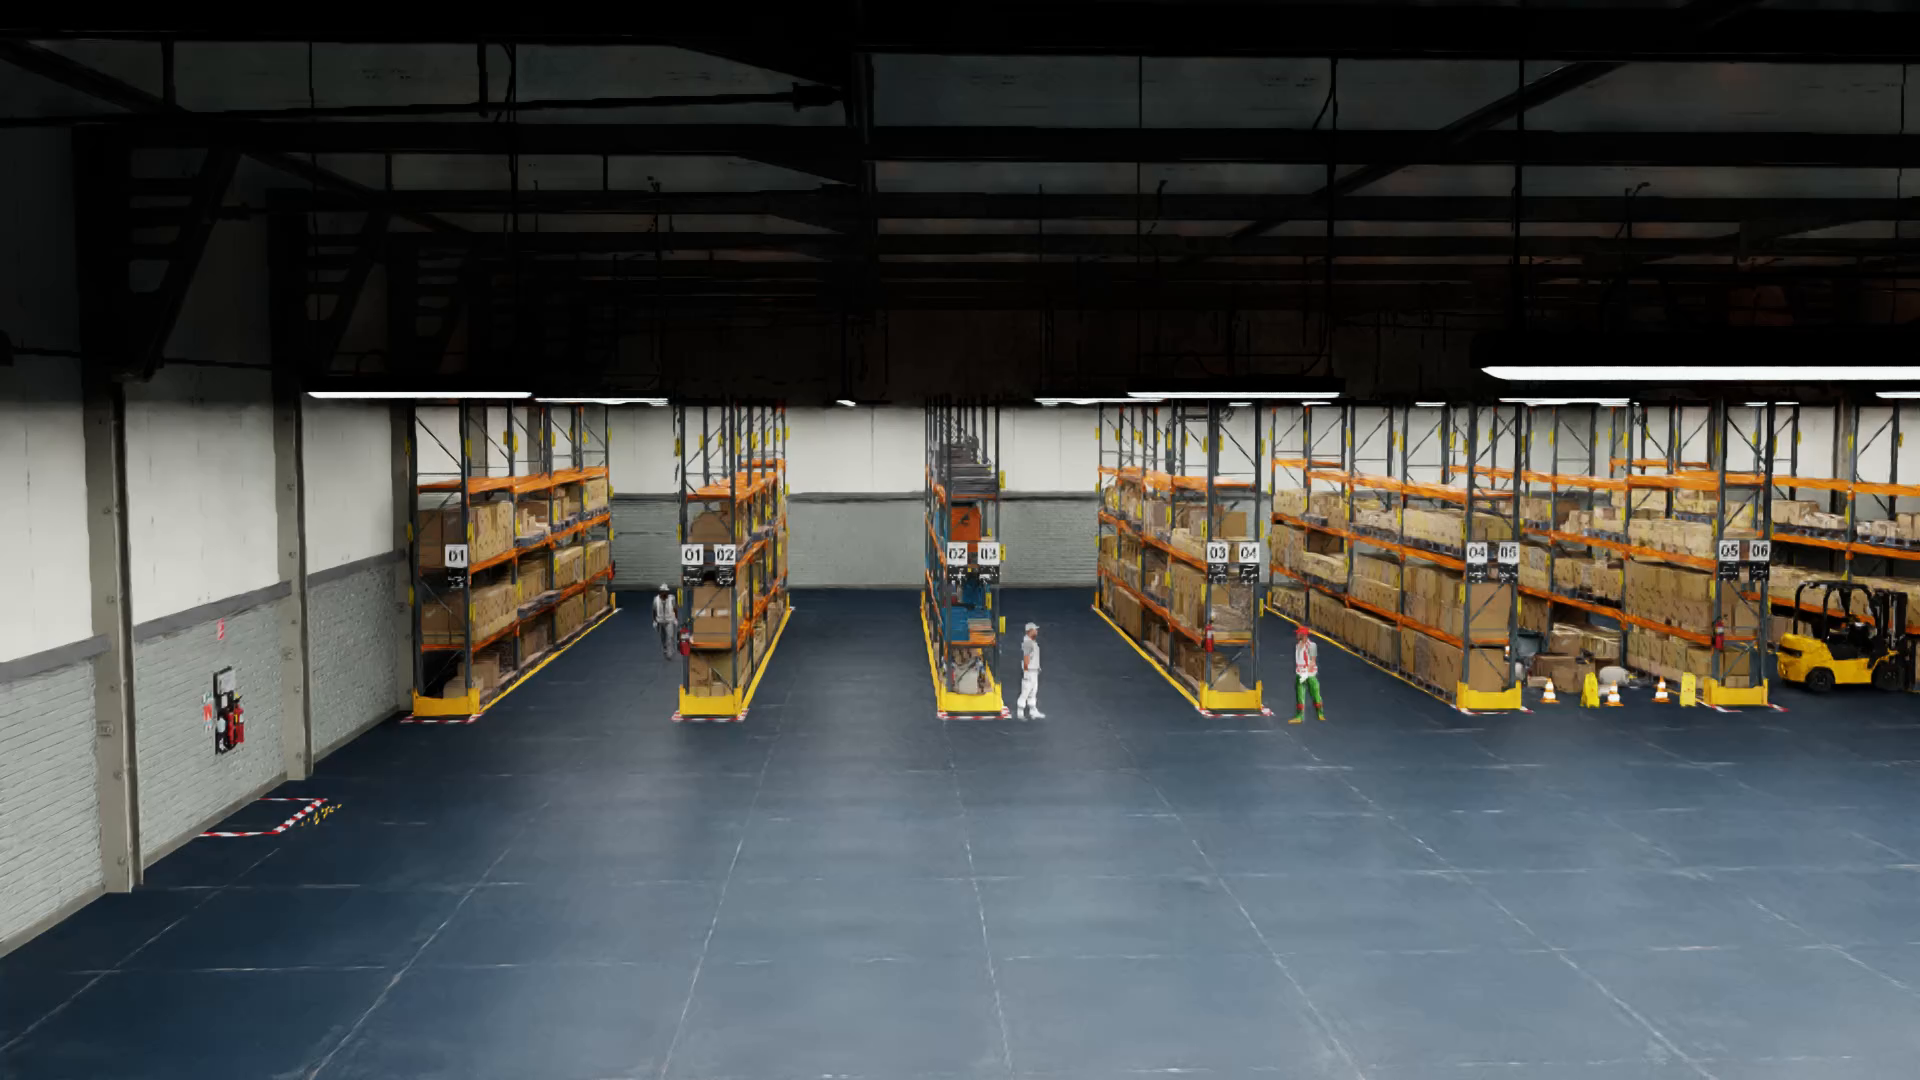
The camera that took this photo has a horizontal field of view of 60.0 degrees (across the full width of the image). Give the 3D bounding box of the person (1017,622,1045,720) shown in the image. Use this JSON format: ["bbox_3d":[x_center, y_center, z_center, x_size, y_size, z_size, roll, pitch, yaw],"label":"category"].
[{"bbox_3d":[1.293,2.406,30.650,0.467,1.795,0.670,1,5,11],"label":"person"}]

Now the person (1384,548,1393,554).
[{"bbox_3d":[12.386,1.043,48.088,0.622,1.773,0.644,-2,5,-20],"label":"person"}]

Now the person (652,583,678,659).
[{"bbox_3d":[-6.794,1.838,38.233,0.566,1.706,1.122,0,5,0],"label":"person"}]

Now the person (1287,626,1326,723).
[{"bbox_3d":[6.317,2.448,30.295,0.714,1.785,0.555,-3,5,-32],"label":"person"}]
